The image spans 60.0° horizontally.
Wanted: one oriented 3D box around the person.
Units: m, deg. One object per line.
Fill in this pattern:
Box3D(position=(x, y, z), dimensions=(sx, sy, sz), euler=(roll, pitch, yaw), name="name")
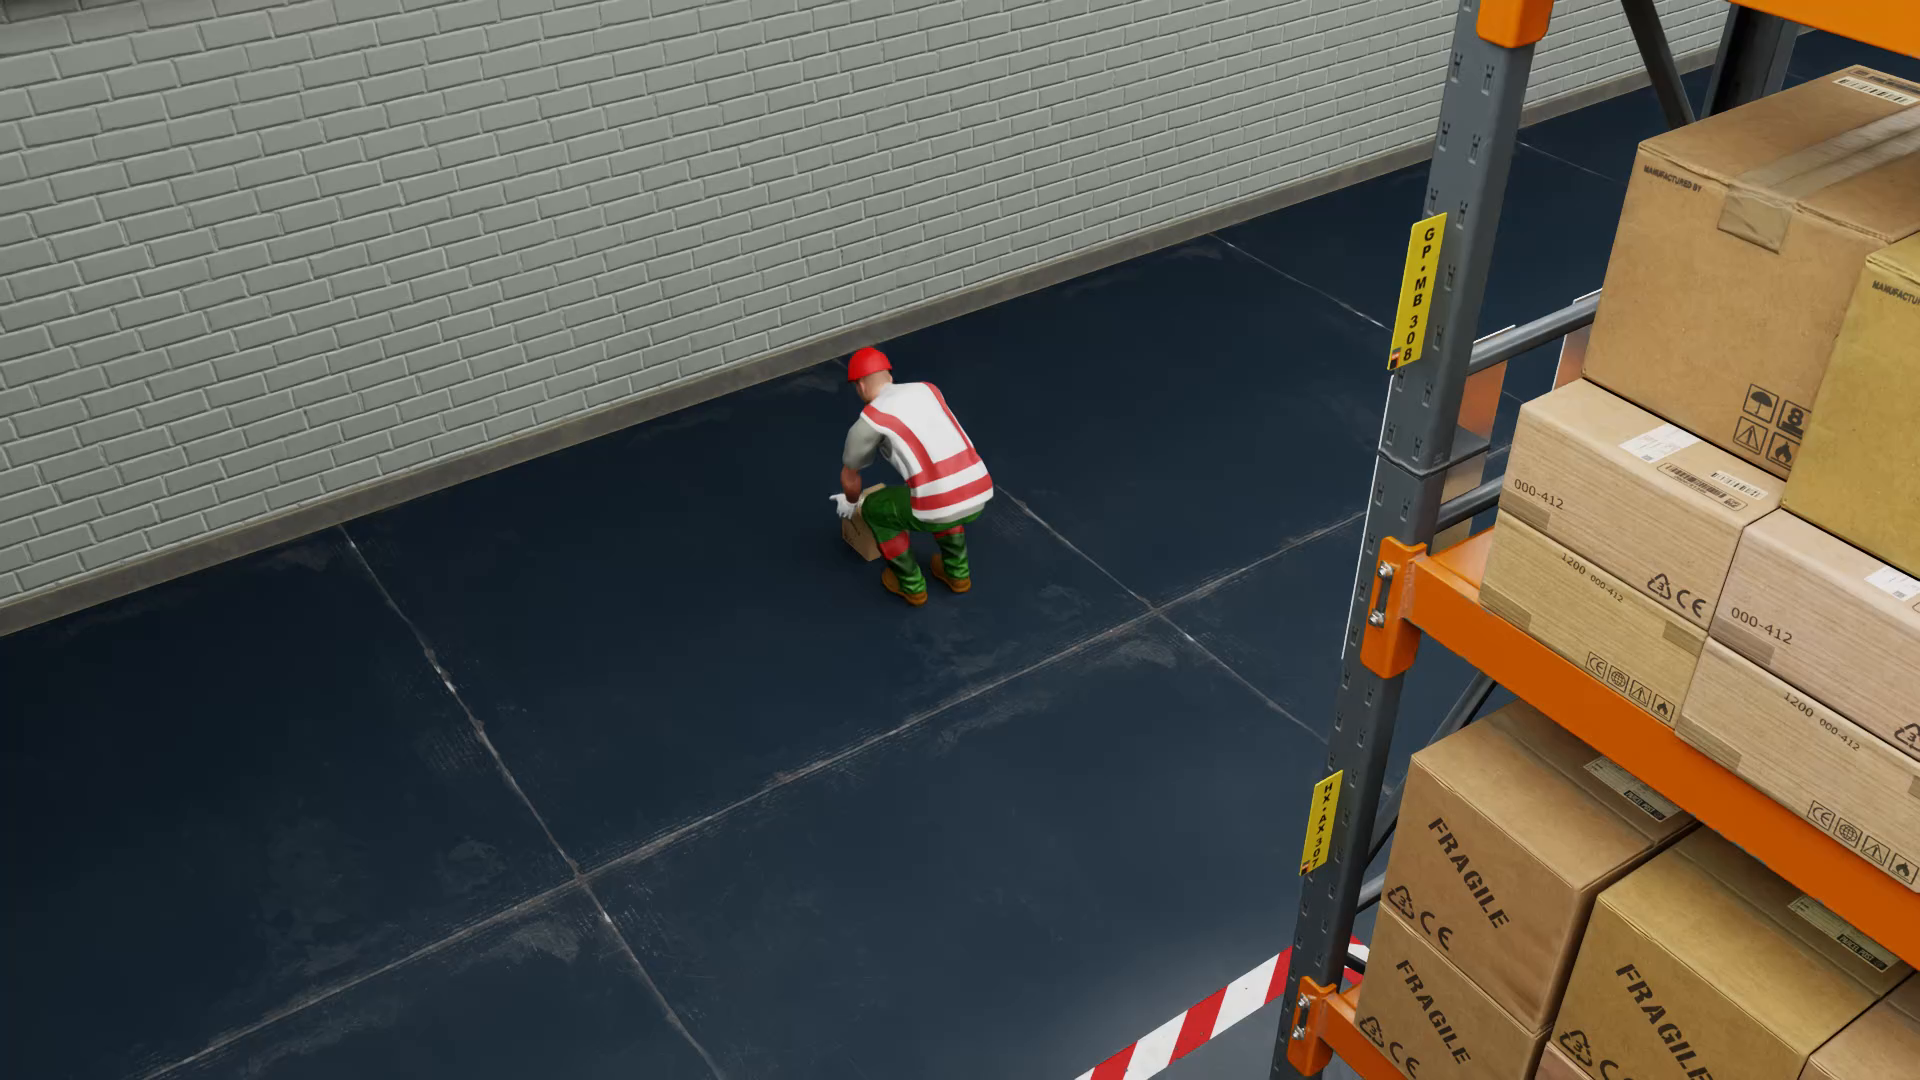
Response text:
Box3D(position=(-0.236, -0.270, 7.880), dimensions=(0.584, 1.172, 0.852), euler=(-23, 42, -28), name="person")
